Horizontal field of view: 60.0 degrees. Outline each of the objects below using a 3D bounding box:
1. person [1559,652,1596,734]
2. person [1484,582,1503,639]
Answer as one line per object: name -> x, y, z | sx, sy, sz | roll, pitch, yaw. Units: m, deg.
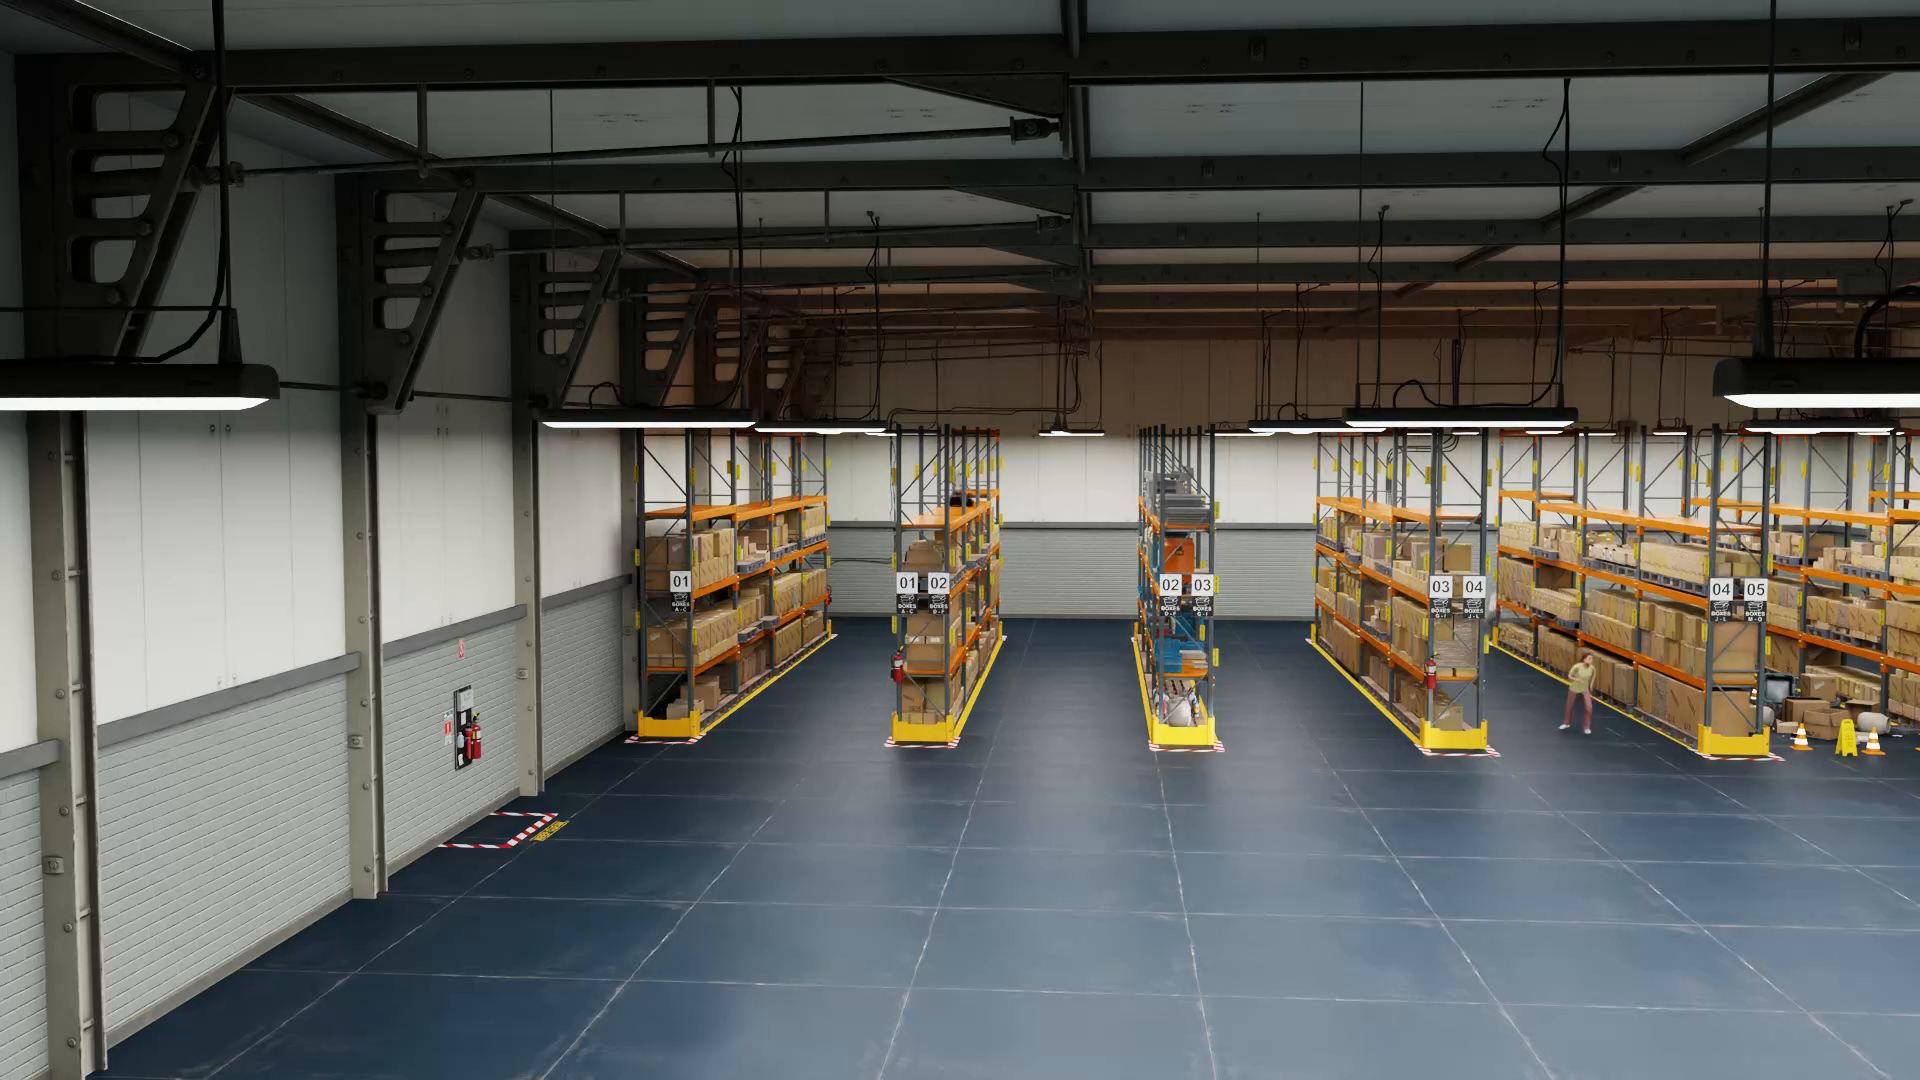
person -> 12.100, 2.967, 32.502 | 0.649, 1.601, 0.793 | 1, 4, 11
person -> 15.219, 1.987, 47.418 | 0.723, 1.699, 0.718 | 1, 4, 11
